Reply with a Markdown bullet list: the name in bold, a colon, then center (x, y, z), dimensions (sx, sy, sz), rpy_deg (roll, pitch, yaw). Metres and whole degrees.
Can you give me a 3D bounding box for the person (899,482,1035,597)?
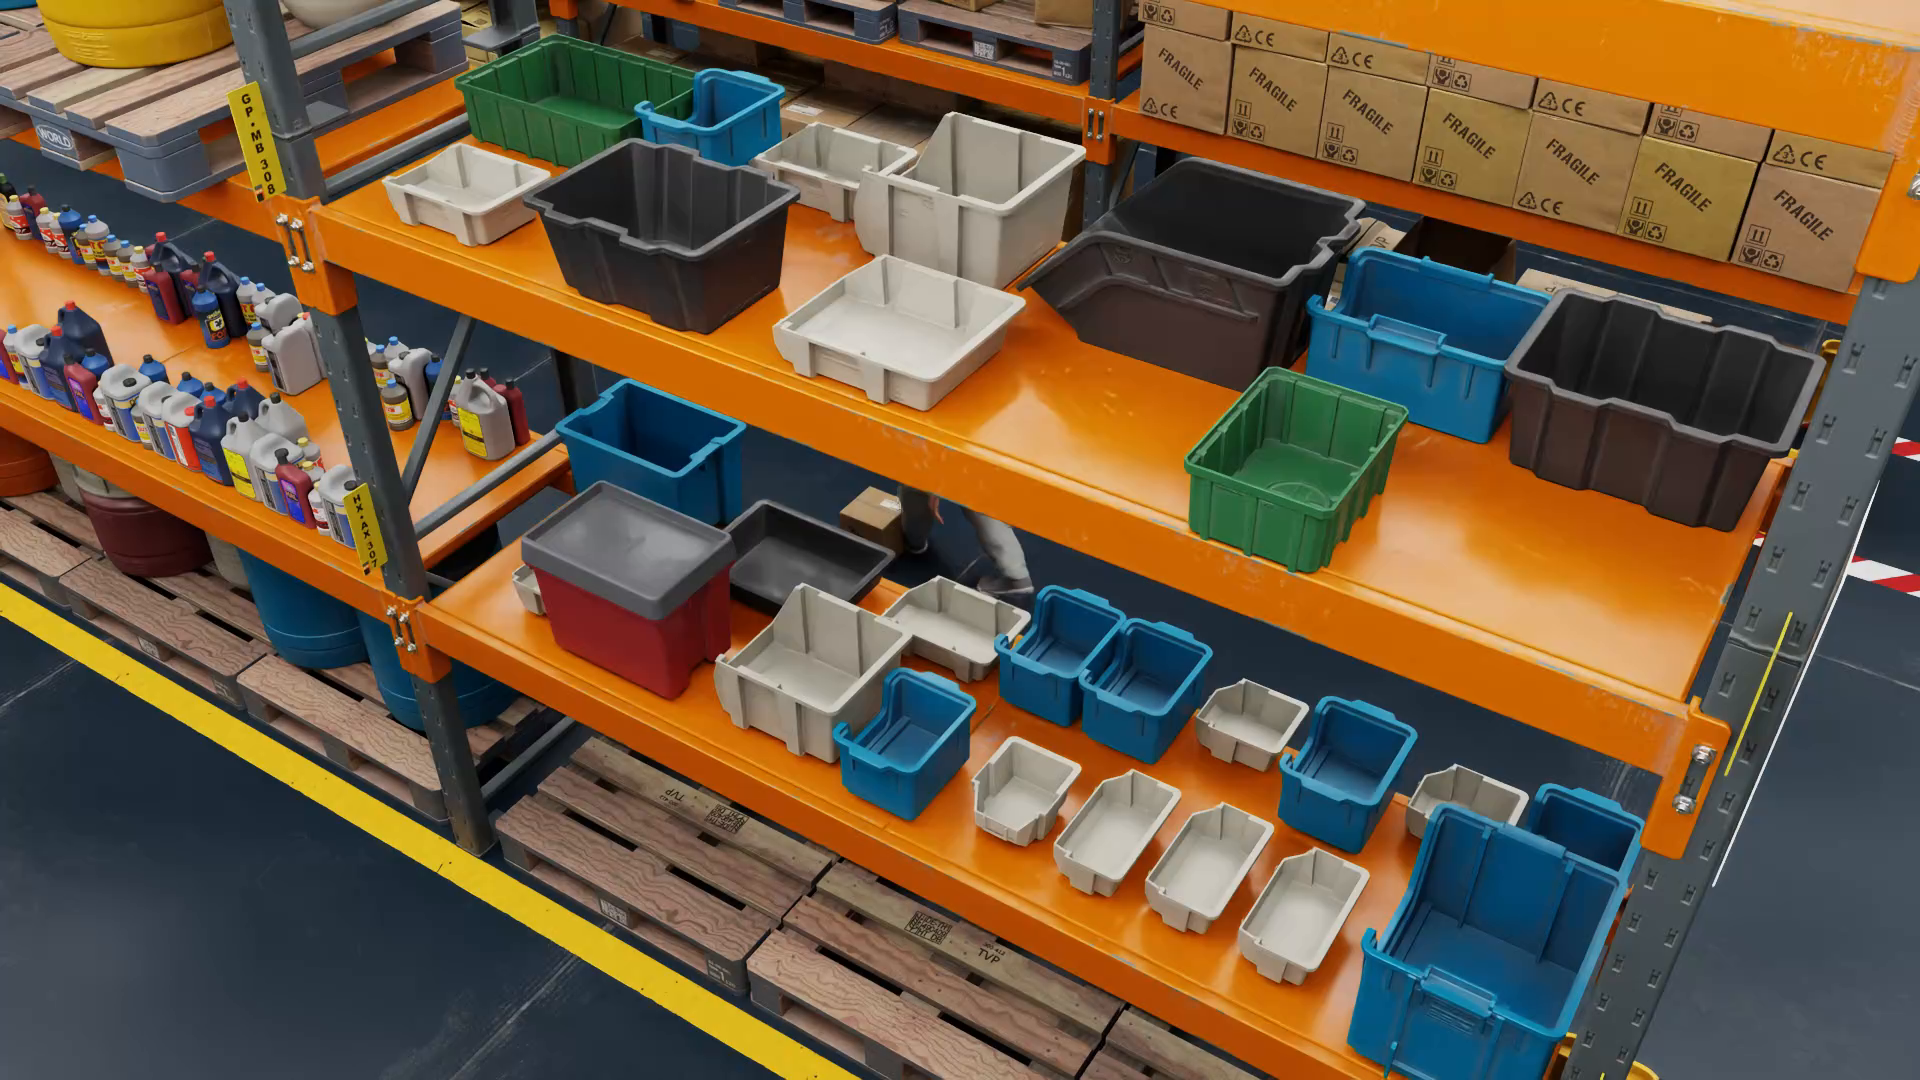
- **person**: center (-0.055, -0.482, 7.359), dimensions (0.534, 1.659, 1.033), rpy_deg (-20, 43, -24)
